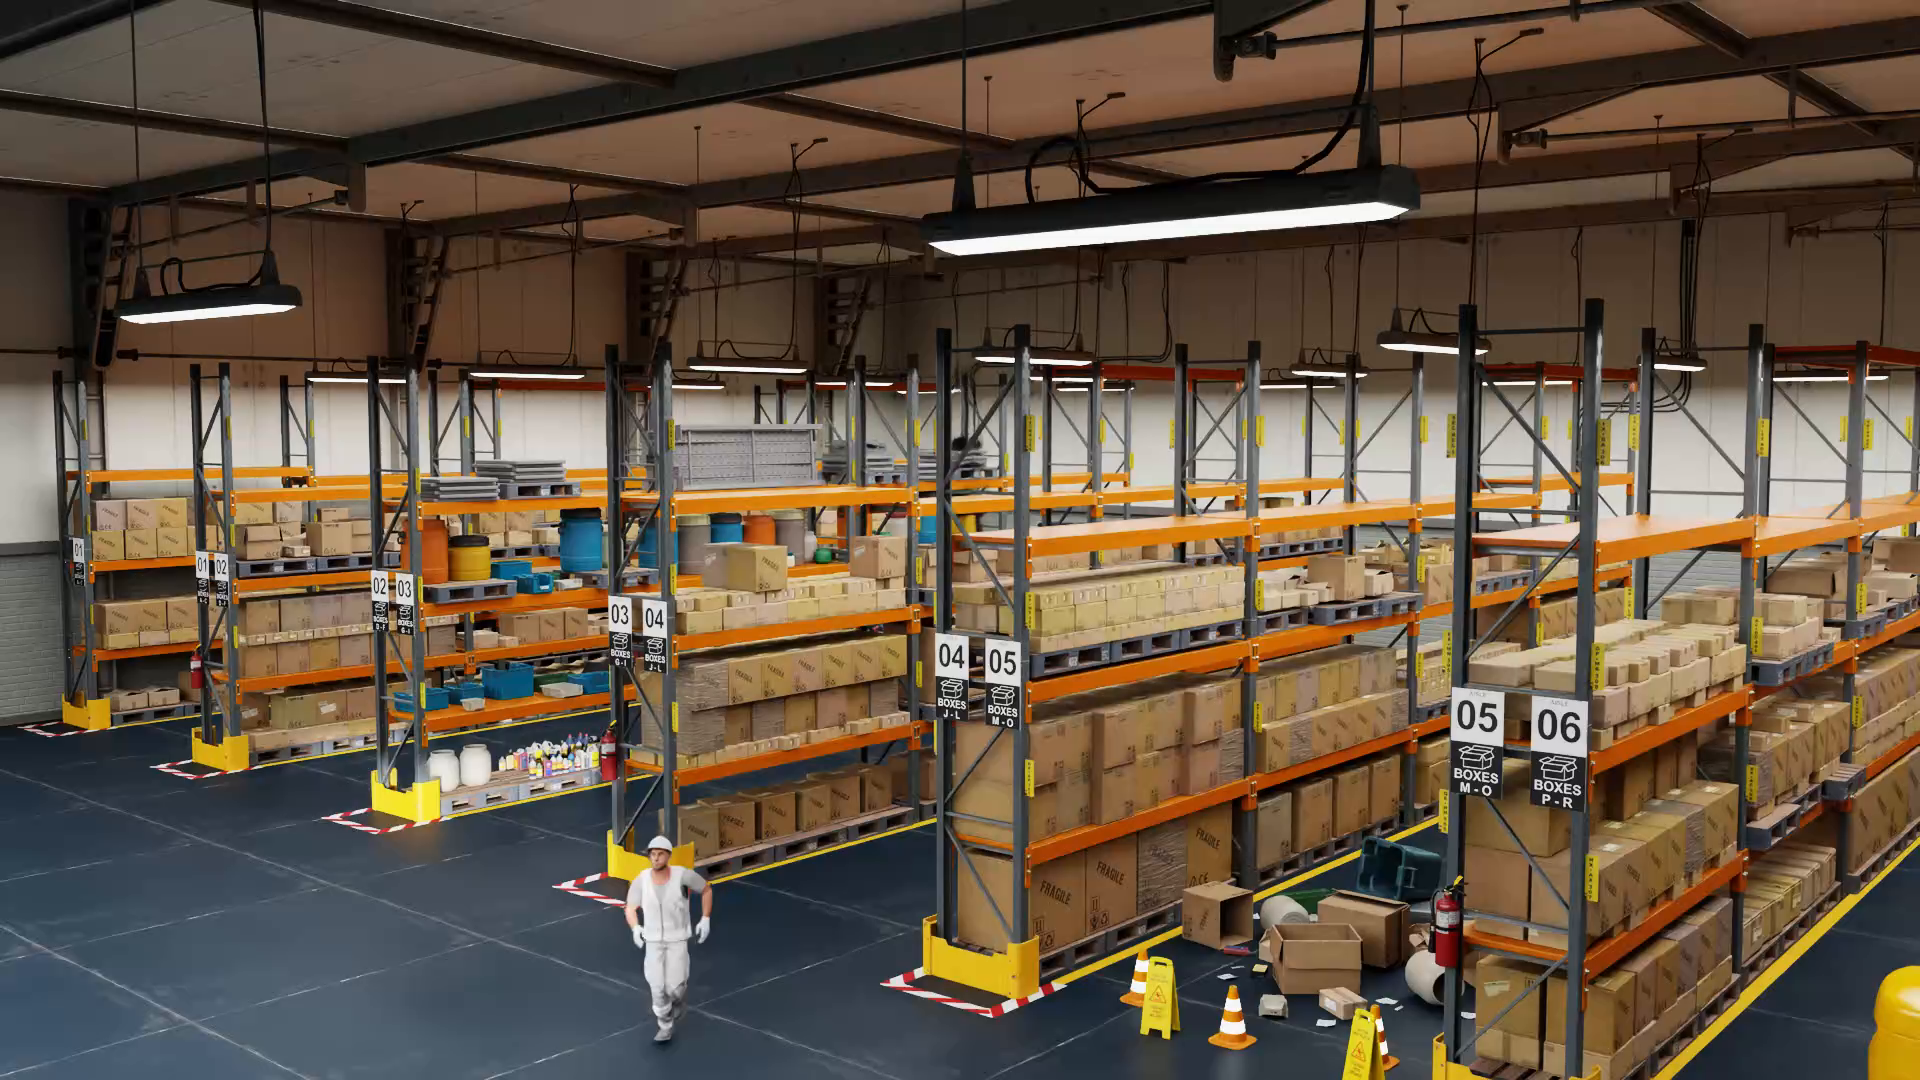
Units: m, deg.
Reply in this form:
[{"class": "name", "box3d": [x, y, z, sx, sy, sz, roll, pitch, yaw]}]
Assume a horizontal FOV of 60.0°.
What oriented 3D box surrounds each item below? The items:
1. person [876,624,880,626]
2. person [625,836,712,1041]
[{"class": "person", "box3d": [-1.503, 1.663, 33.304, 0.584, 1.691, 0.650, 3, 5, 36]}, {"class": "person", "box3d": [-2.416, 3.306, 13.706, 0.699, 1.742, 0.656, 0, 4, 2]}]
